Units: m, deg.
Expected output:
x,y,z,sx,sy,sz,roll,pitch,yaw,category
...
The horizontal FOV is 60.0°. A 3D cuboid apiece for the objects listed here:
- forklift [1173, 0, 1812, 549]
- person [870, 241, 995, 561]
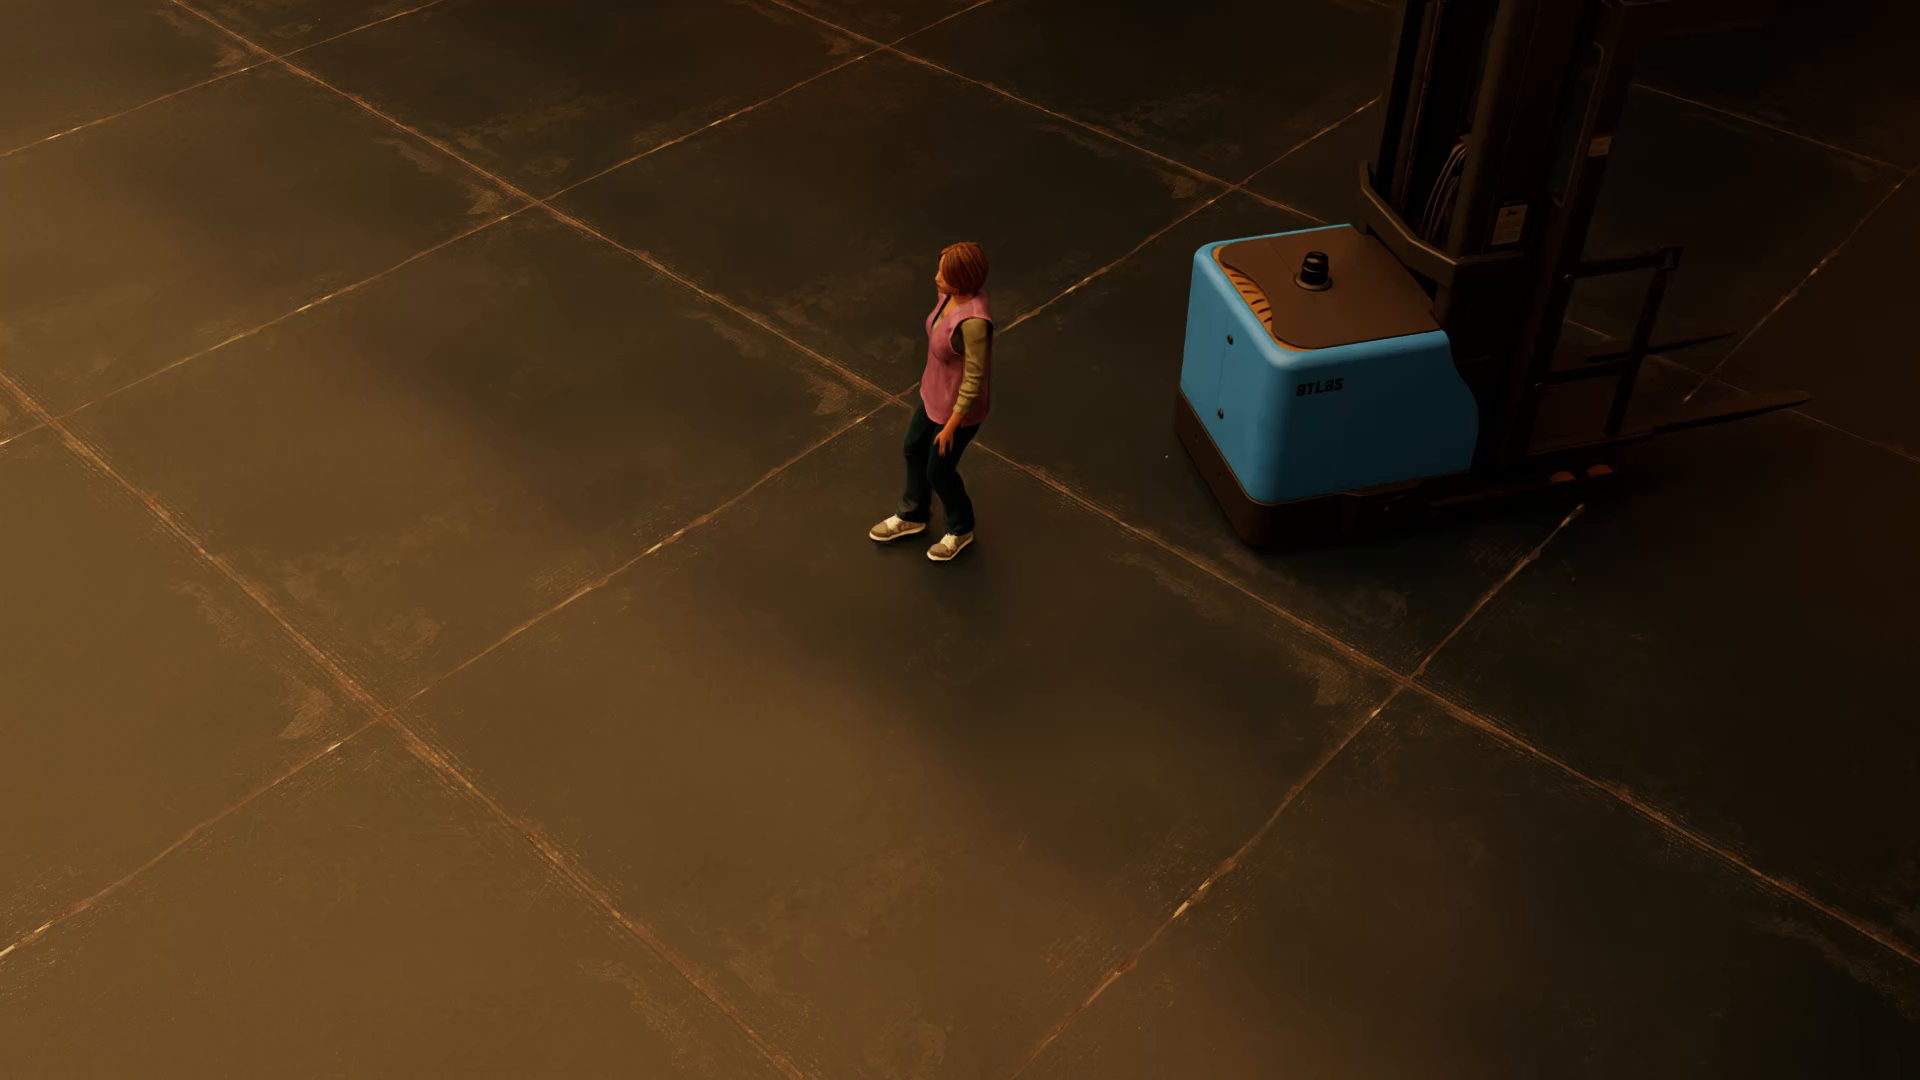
x,y,z,sx,sy,sz,roll,pitch,yaw,category
2.630,-1.598,7.290,3.031,2.935,1.130,-10,42,-11,forklift
-0.135,-0.572,7.136,0.534,1.590,0.516,-8,41,-9,person
